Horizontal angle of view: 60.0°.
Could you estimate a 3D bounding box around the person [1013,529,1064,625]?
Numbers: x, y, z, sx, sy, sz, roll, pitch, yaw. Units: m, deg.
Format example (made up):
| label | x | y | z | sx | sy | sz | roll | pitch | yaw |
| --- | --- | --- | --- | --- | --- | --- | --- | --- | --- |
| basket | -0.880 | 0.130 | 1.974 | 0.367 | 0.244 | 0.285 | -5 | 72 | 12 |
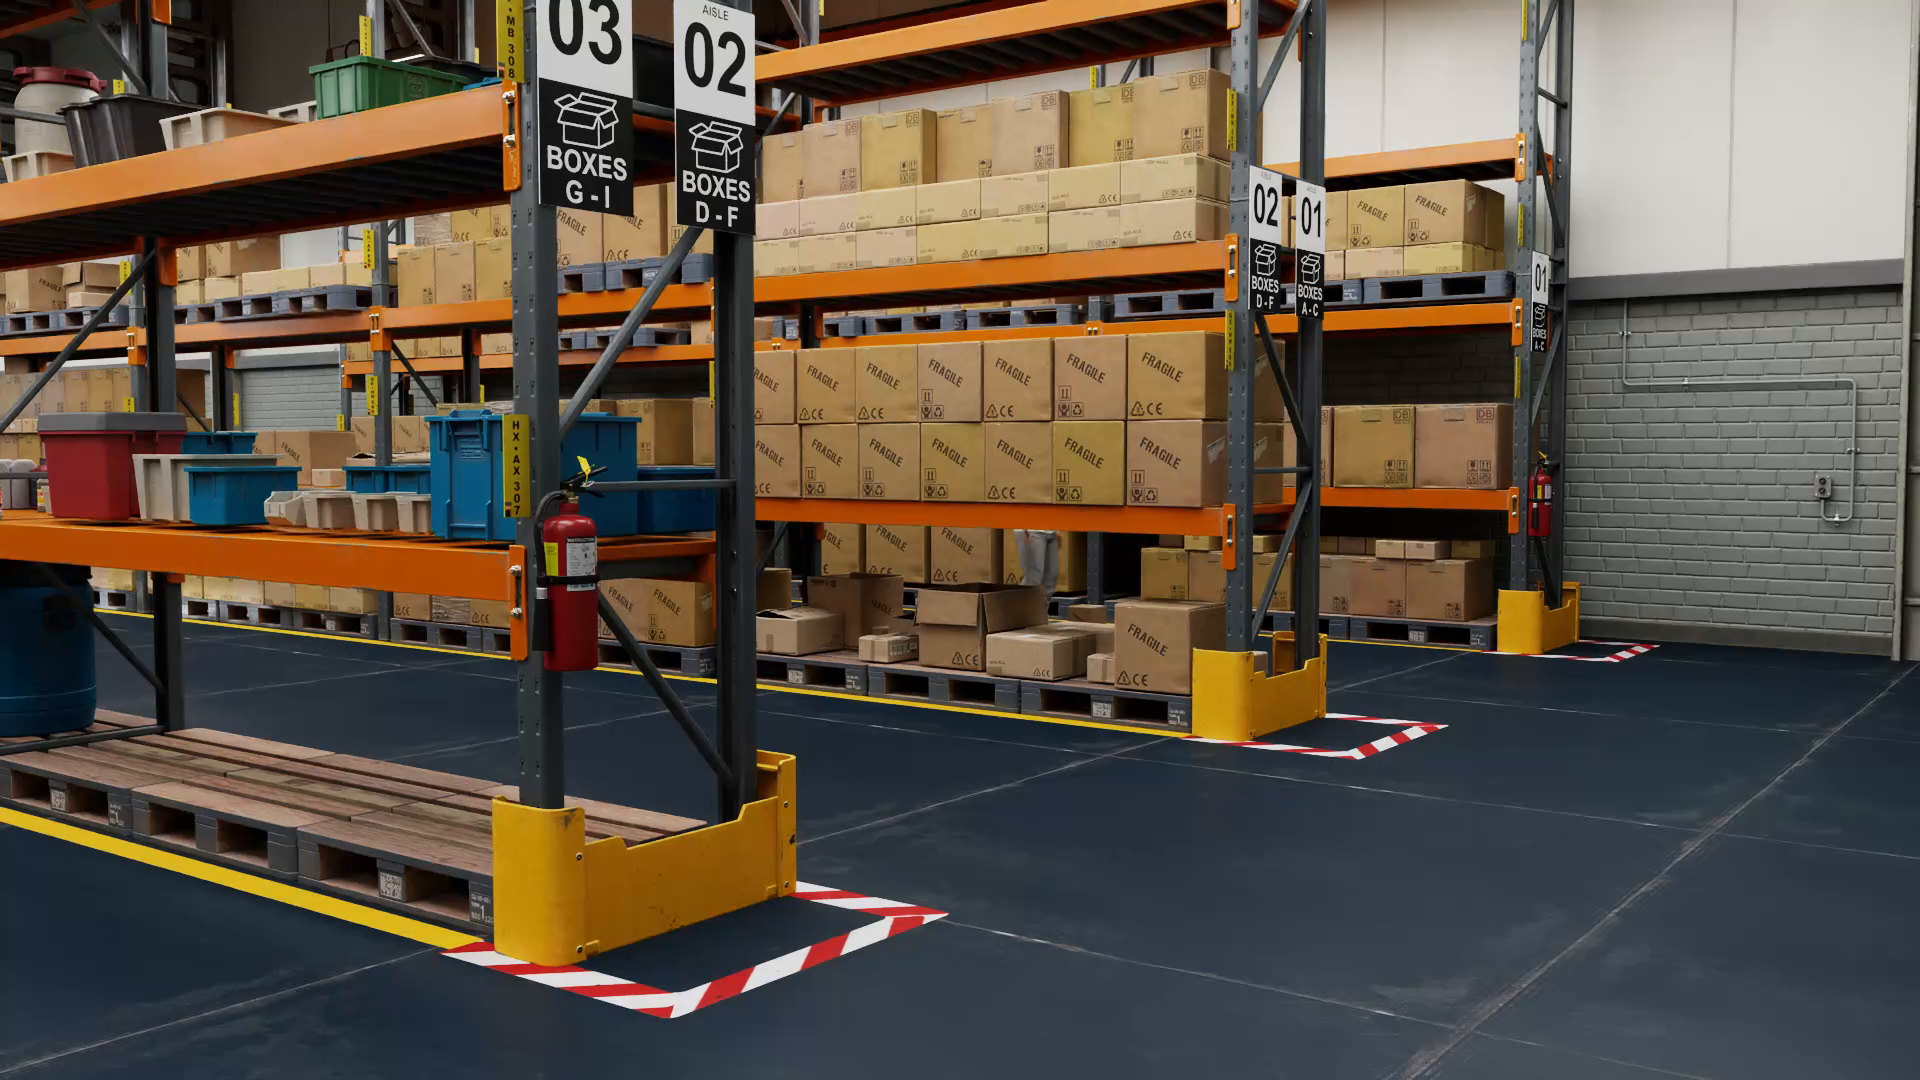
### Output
| label | x | y | z | sx | sy | sz | roll | pitch | yaw |
| --- | --- | --- | --- | --- | --- | --- | --- | --- | --- |
| person | 0.700 | -0.046 | 14.897 | 0.389 | 1.736 | 0.534 | 2 | 4 | 32 |
